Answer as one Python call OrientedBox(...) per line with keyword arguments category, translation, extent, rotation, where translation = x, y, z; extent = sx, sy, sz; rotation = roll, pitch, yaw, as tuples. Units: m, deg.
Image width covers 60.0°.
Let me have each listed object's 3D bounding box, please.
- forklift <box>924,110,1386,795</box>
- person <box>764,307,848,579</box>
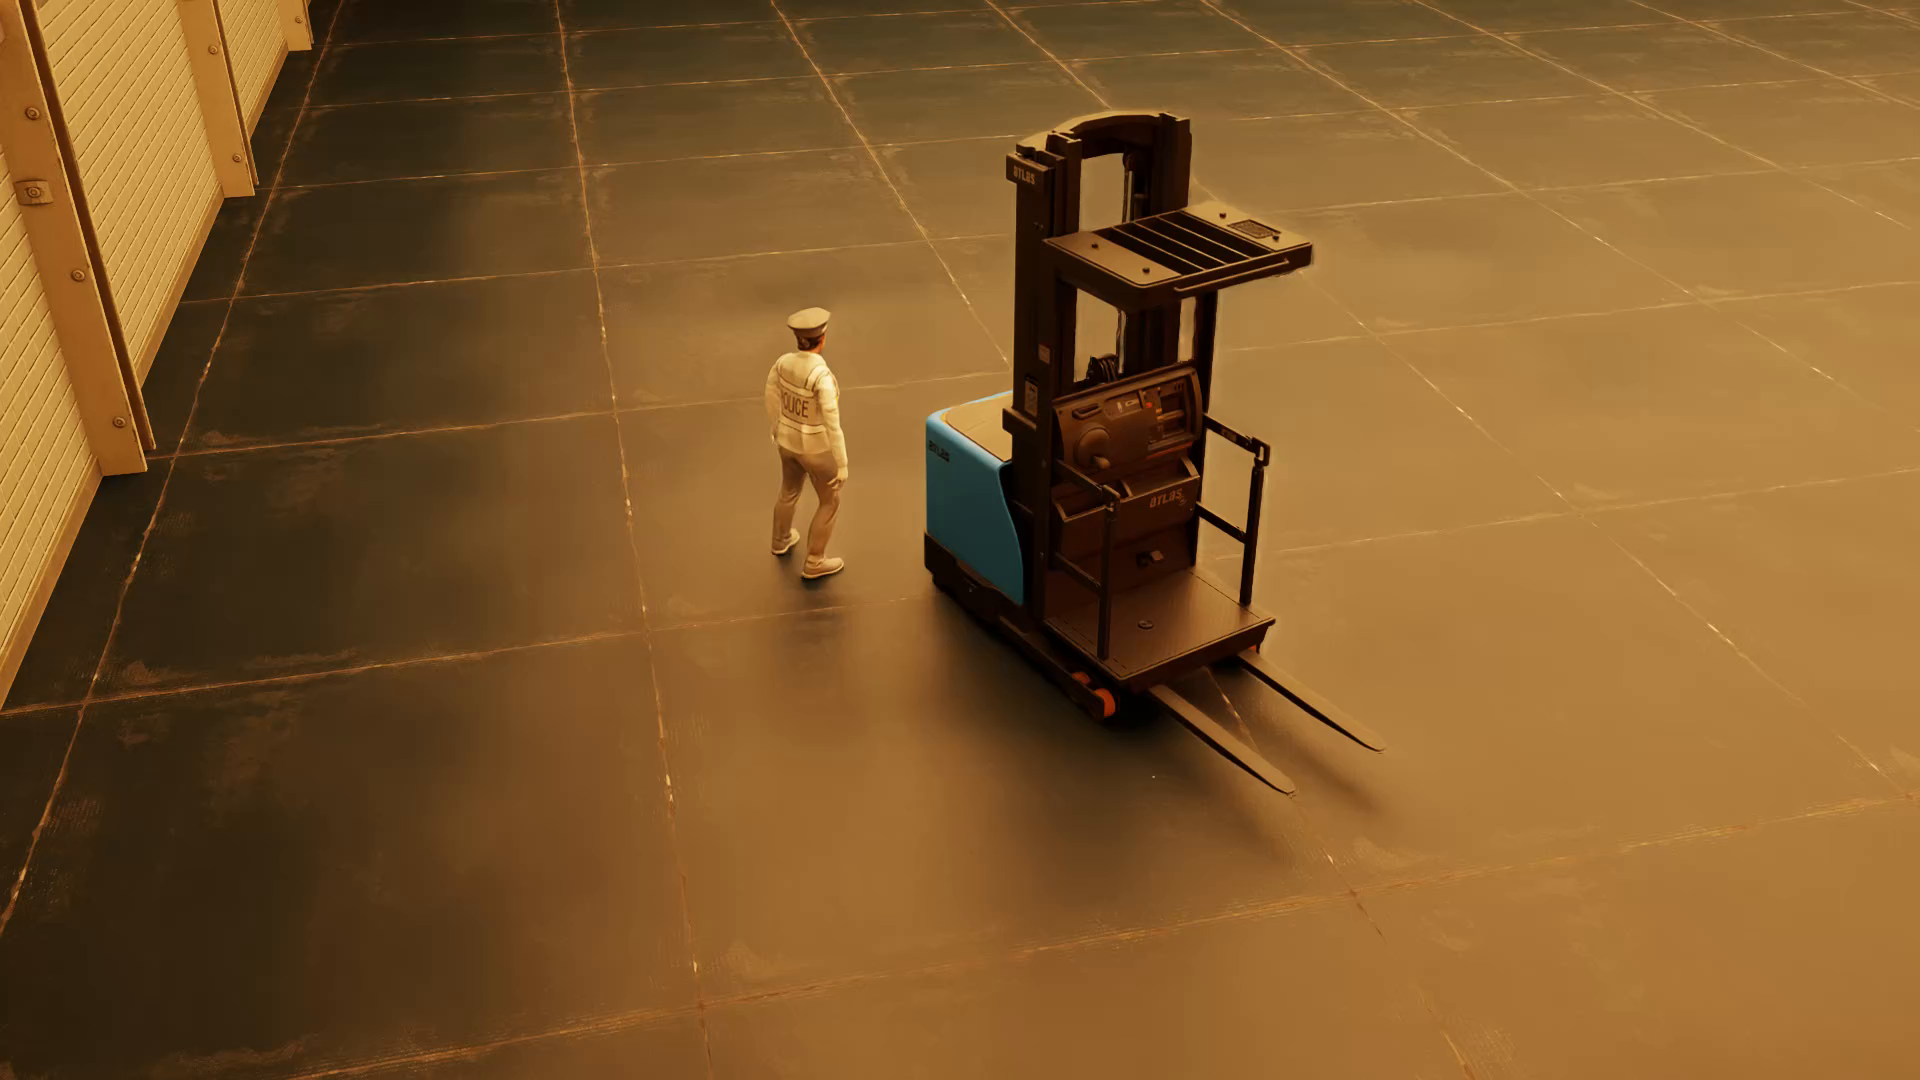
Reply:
OrientedBox(category="forklift", translation=(1.014, -0.585, 8.586), extent=(1.130, 2.935, 3.031), rotation=(-18, 35, -28))
OrientedBox(category="person", translation=(-0.907, -0.565, 9.845), extent=(0.741, 1.642, 0.361), rotation=(23, 37, 34))
